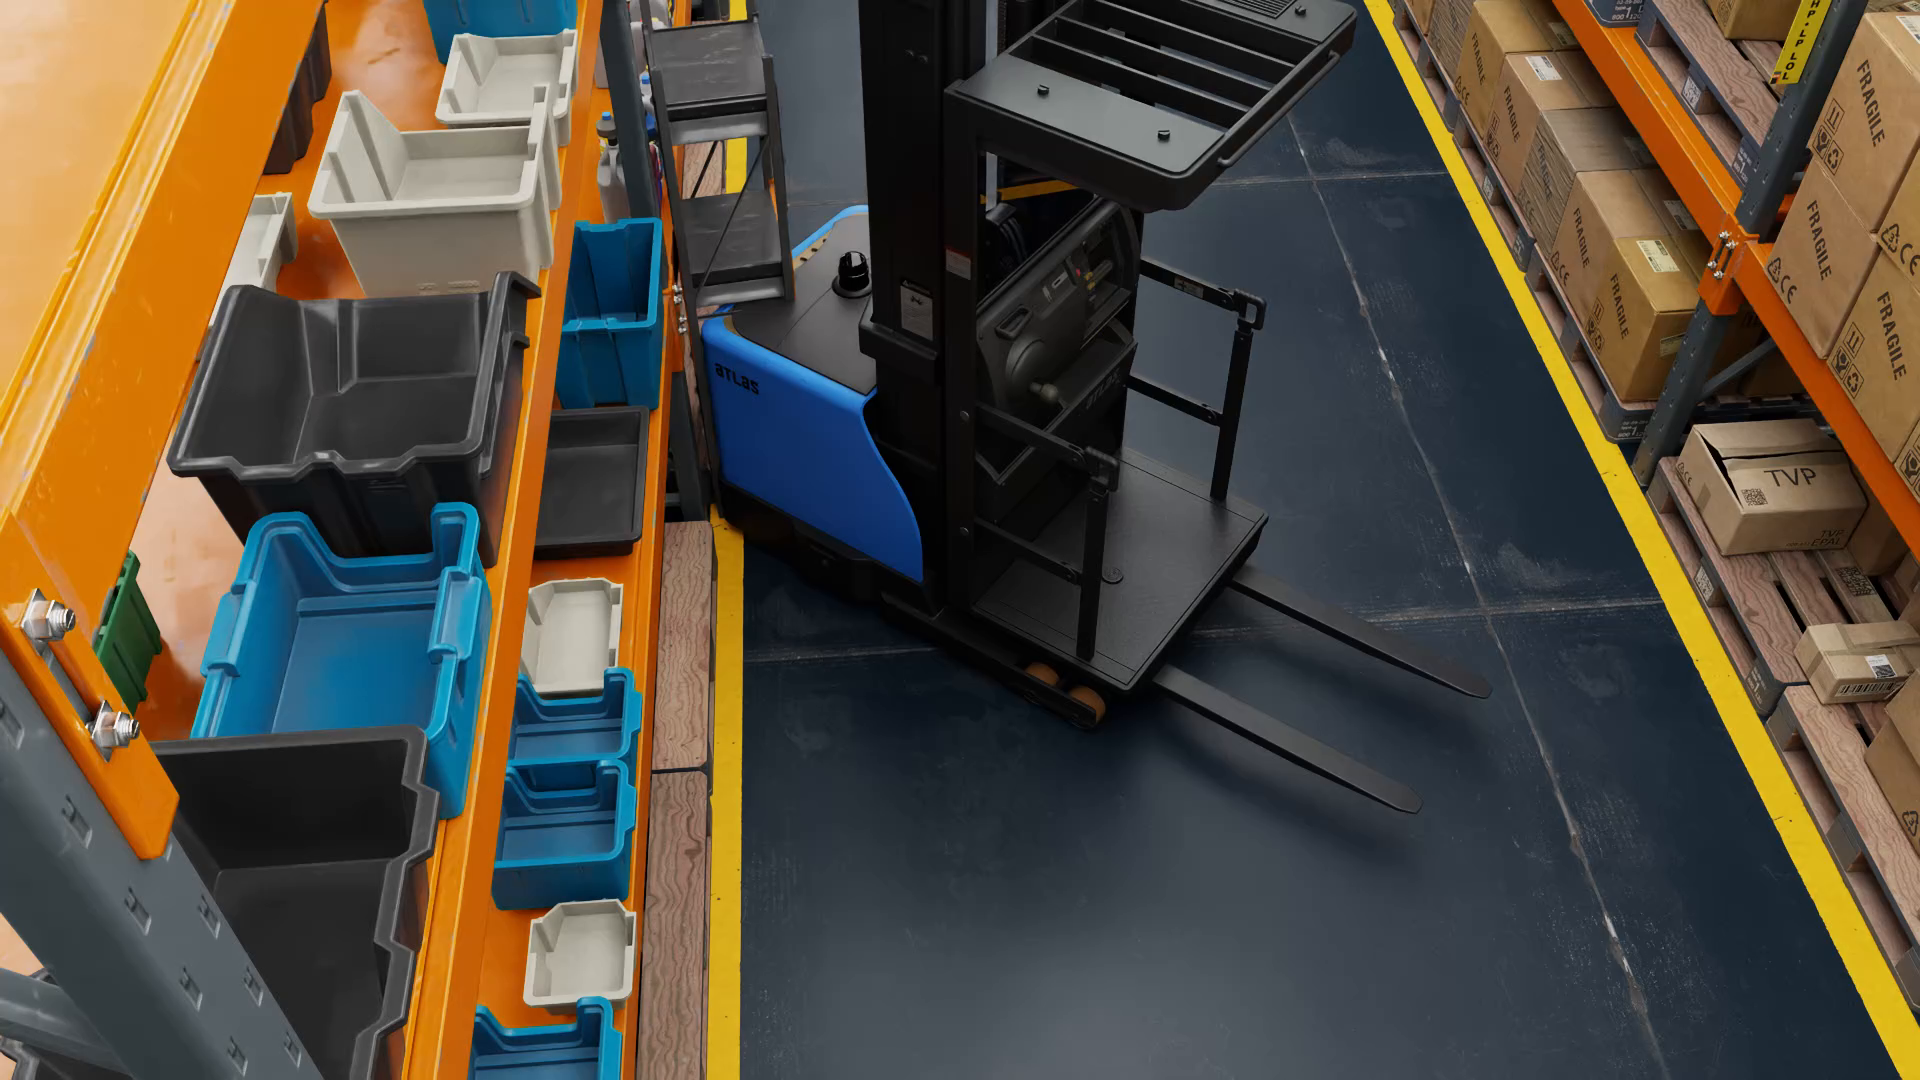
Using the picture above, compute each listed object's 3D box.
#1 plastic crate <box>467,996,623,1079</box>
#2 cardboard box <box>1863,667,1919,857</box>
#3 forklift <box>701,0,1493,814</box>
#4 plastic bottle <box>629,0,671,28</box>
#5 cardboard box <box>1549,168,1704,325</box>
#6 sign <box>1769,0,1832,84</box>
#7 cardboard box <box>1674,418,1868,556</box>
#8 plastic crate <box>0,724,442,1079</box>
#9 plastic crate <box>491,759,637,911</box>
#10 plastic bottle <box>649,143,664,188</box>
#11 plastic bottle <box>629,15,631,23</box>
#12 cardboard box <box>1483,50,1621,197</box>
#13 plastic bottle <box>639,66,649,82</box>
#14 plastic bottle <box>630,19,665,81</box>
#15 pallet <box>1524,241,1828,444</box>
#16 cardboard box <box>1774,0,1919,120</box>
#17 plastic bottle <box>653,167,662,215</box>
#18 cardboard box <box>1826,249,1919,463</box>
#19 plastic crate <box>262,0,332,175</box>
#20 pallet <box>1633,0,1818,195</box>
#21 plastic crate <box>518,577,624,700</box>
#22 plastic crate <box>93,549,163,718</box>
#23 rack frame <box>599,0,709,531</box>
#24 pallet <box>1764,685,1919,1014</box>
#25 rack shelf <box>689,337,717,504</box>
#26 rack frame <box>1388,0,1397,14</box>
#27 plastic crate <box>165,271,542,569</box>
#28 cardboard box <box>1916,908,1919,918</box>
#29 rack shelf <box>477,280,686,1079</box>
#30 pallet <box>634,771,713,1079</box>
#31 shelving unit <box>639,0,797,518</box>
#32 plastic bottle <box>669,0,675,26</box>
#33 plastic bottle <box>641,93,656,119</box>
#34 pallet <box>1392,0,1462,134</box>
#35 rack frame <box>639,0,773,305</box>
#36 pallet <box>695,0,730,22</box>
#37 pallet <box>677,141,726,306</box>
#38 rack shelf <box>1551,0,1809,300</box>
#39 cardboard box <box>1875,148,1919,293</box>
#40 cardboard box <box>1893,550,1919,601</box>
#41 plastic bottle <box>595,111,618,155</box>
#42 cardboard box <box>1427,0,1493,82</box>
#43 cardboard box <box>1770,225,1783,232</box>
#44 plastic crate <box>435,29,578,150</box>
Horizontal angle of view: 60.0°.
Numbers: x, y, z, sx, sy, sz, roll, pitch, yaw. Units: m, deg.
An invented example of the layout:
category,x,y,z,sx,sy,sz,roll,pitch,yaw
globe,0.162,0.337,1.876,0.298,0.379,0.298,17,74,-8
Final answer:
category,x,y,z,sx,sy,sz,roll,pitch,yaw
plastic crate,-0.954,1.228,3.732,0.416,0.233,0.300,-3,47,-3
cardboard box,3.557,0.740,5.536,0.797,0.503,0.637,-3,47,-3
forklift,0.516,-0.746,5.574,3.031,2.935,1.130,27,52,23
plastic bottle,-1.298,-2.181,6.972,0.152,0.276,0.135,-3,47,-3
cardboard box,3.035,-1.316,7.486,0.500,0.500,0.500,-3,47,-3
sign,2.842,-1.688,5.622,0.100,0.325,0.005,-3,47,-3
cardboard box,3.214,-0.236,6.593,0.500,0.311,0.500,-3,47,-3
plastic crate,-0.961,0.584,2.292,0.497,0.269,0.590,-3,47,-3
plastic crate,-1.010,0.752,4.183,0.416,0.233,0.300,-3,47,-3
plastic bottle,-1.186,-1.430,6.312,0.097,0.201,0.097,0,47,0
plastic bottle,-1.420,-2.135,6.979,0.097,0.201,0.097,0,47,0
cardboard box,2.948,-2.047,8.178,0.500,0.500,0.500,-5,47,-5
plastic bottle,-1.230,-1.809,6.671,0.097,0.201,0.097,0,47,0
plastic bottle,-1.278,-2.013,6.813,0.152,0.276,0.135,-3,47,-3
pallet,3.289,-0.954,7.645,1.003,0.211,1.213,-3,47,-3
cardboard box,3.578,-1.862,6.226,0.700,0.500,0.500,-18,49,-16
plastic bottle,-1.147,-1.279,6.113,0.061,0.283,0.133,-3,47,-3
cardboard box,3.212,-0.605,5.325,0.500,0.500,0.500,-3,47,-3
plastic crate,-1.711,-1.099,3.886,0.497,0.269,0.590,-3,47,-3
pallet,3.437,-1.845,6.700,1.003,0.211,1.213,-3,47,-3
plastic crate,-1.096,0.283,4.692,0.293,0.136,0.466,-3,47,-3
plastic crate,-1.574,0.211,2.701,0.450,0.188,0.336,-3,47,-3
rack frame,-1.542,-1.028,5.794,1.000,3.000,0.127,-3,47,-3
pallet,3.556,1.014,5.781,1.003,0.211,1.213,-3,47,-3
rack shelf,-0.864,-0.530,6.894,0.431,0.518,0.480,-9,47,-8
rack frame,3.060,-4.221,8.818,1.000,3.000,0.127,-3,47,-3
plastic crate,-1.061,-0.266,3.050,0.504,0.338,0.767,-3,47,-3
cardboard box,3.389,1.294,5.186,0.500,0.250,0.500,-3,47,-3
rack shelf,-1.374,0.666,4.685,1.077,0.370,4.000,-3,47,-3
pallet,-1.336,1.345,5.467,1.003,0.211,1.213,-3,47,-3
shelving unit,-0.864,-1.019,6.374,0.431,2.100,0.503,-9,47,-8
plastic bottle,-1.288,-2.336,7.121,0.097,0.271,0.097,0,47,0
plastic bottle,-1.231,-1.608,6.429,0.152,0.276,0.135,-3,47,-3
pallet,3.085,-2.719,9.316,1.003,0.211,1.213,-3,47,-3
rack frame,-0.916,-1.193,6.537,0.400,2.100,0.015,-9,47,-8
pallet,-1.903,-3.526,10.081,1.003,0.211,1.213,-3,47,-3
pallet,-1.670,-1.515,8.176,1.003,0.211,1.213,-3,47,-3
rack shelf,3.227,-2.526,7.709,1.077,0.370,4.000,-3,47,-3
cardboard box,3.197,-0.973,4.985,0.500,0.500,0.500,-5,47,-5
cardboard box,3.816,0.165,6.325,0.380,0.149,0.250,-3,47,-3
plastic bottle,-1.354,-1.562,6.436,0.097,0.201,0.097,0,47,0
cardboard box,2.863,-2.787,8.879,0.500,0.500,0.500,-5,47,-5
cardboard box,3.541,-1.368,7.535,0.500,0.500,0.500,-3,47,-3
plastic crate,-1.056,-1.072,3.951,0.293,0.136,0.466,-3,47,-3
